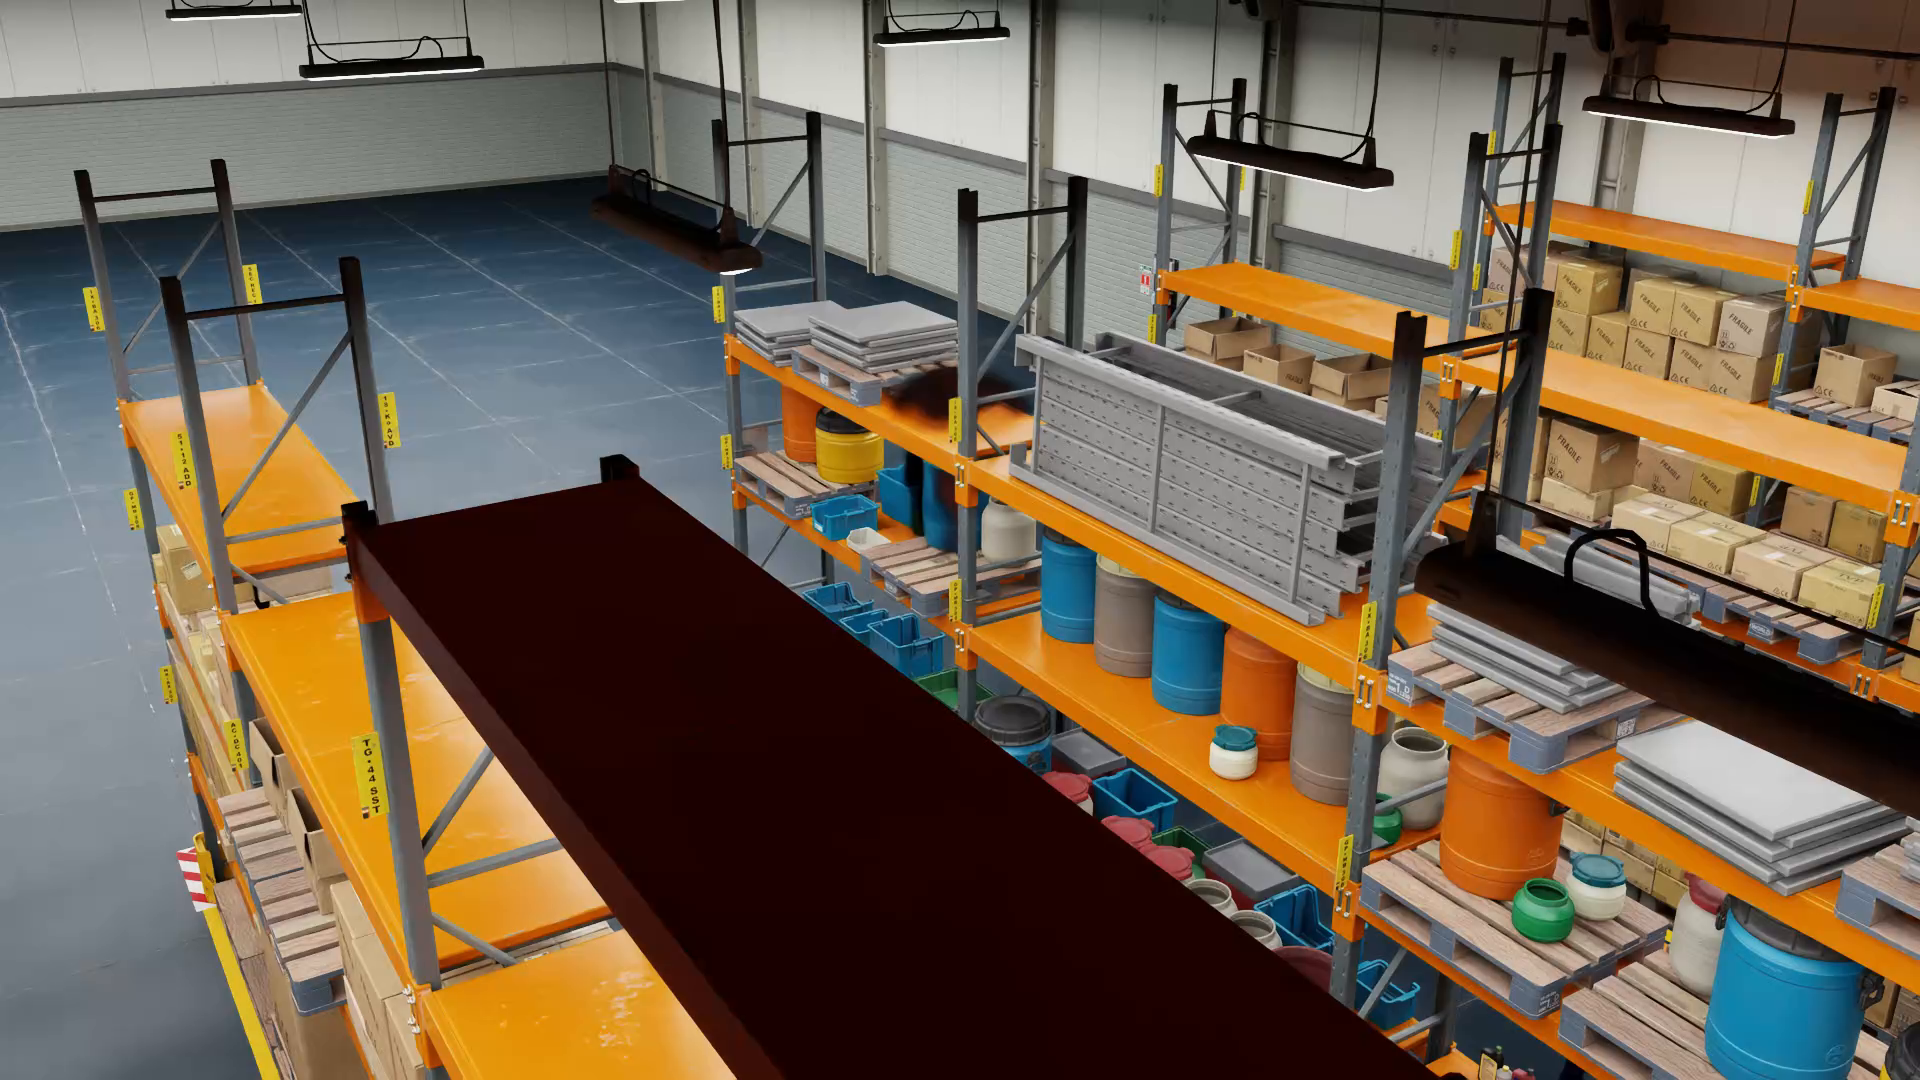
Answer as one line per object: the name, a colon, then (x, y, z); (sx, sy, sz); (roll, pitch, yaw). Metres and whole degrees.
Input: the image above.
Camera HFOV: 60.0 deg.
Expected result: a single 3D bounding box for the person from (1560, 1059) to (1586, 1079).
person: (4.337, 3.213, 11.192); (0.495, 1.670, 0.504); (-8, 23, -19)
